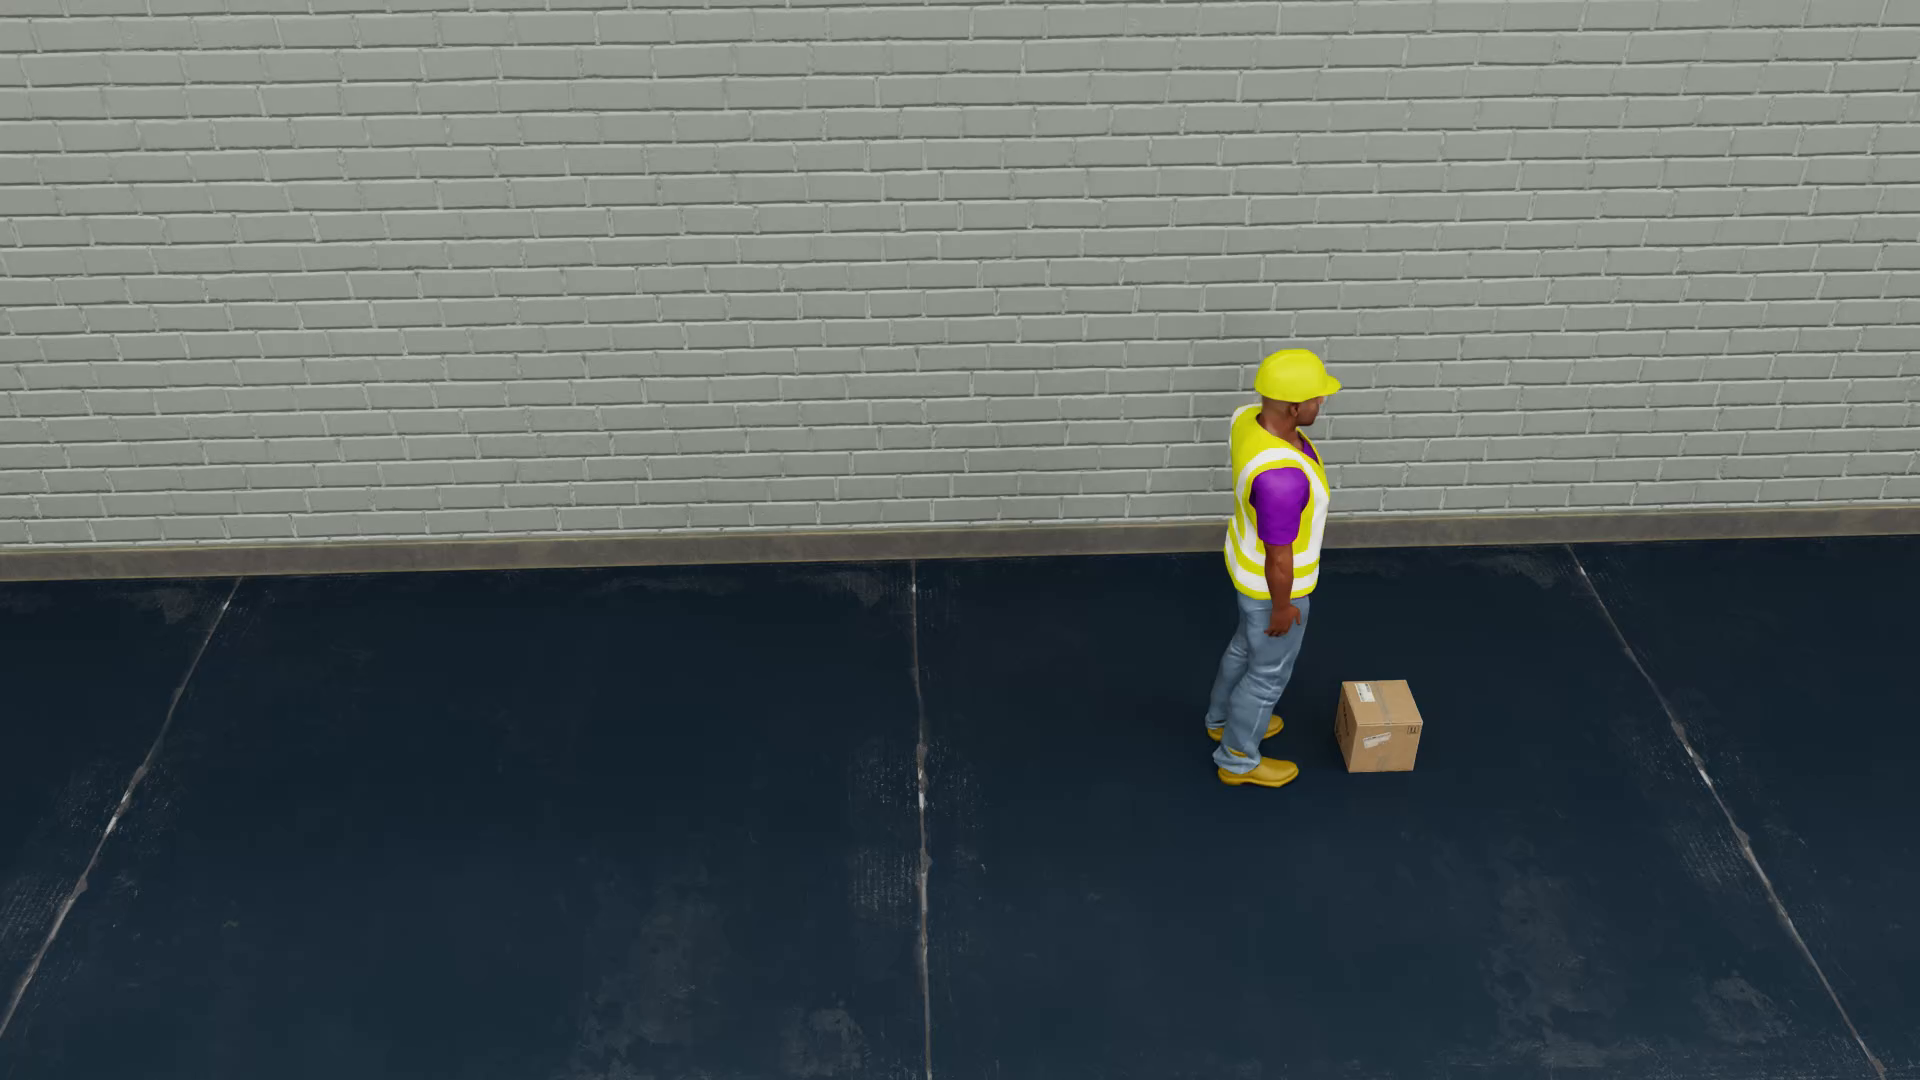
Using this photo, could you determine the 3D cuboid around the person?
[{"bbox_3d":[1.112,0.102,5.981,0.357,1.762,0.564,-1,35,-1],"label":"person"}]
